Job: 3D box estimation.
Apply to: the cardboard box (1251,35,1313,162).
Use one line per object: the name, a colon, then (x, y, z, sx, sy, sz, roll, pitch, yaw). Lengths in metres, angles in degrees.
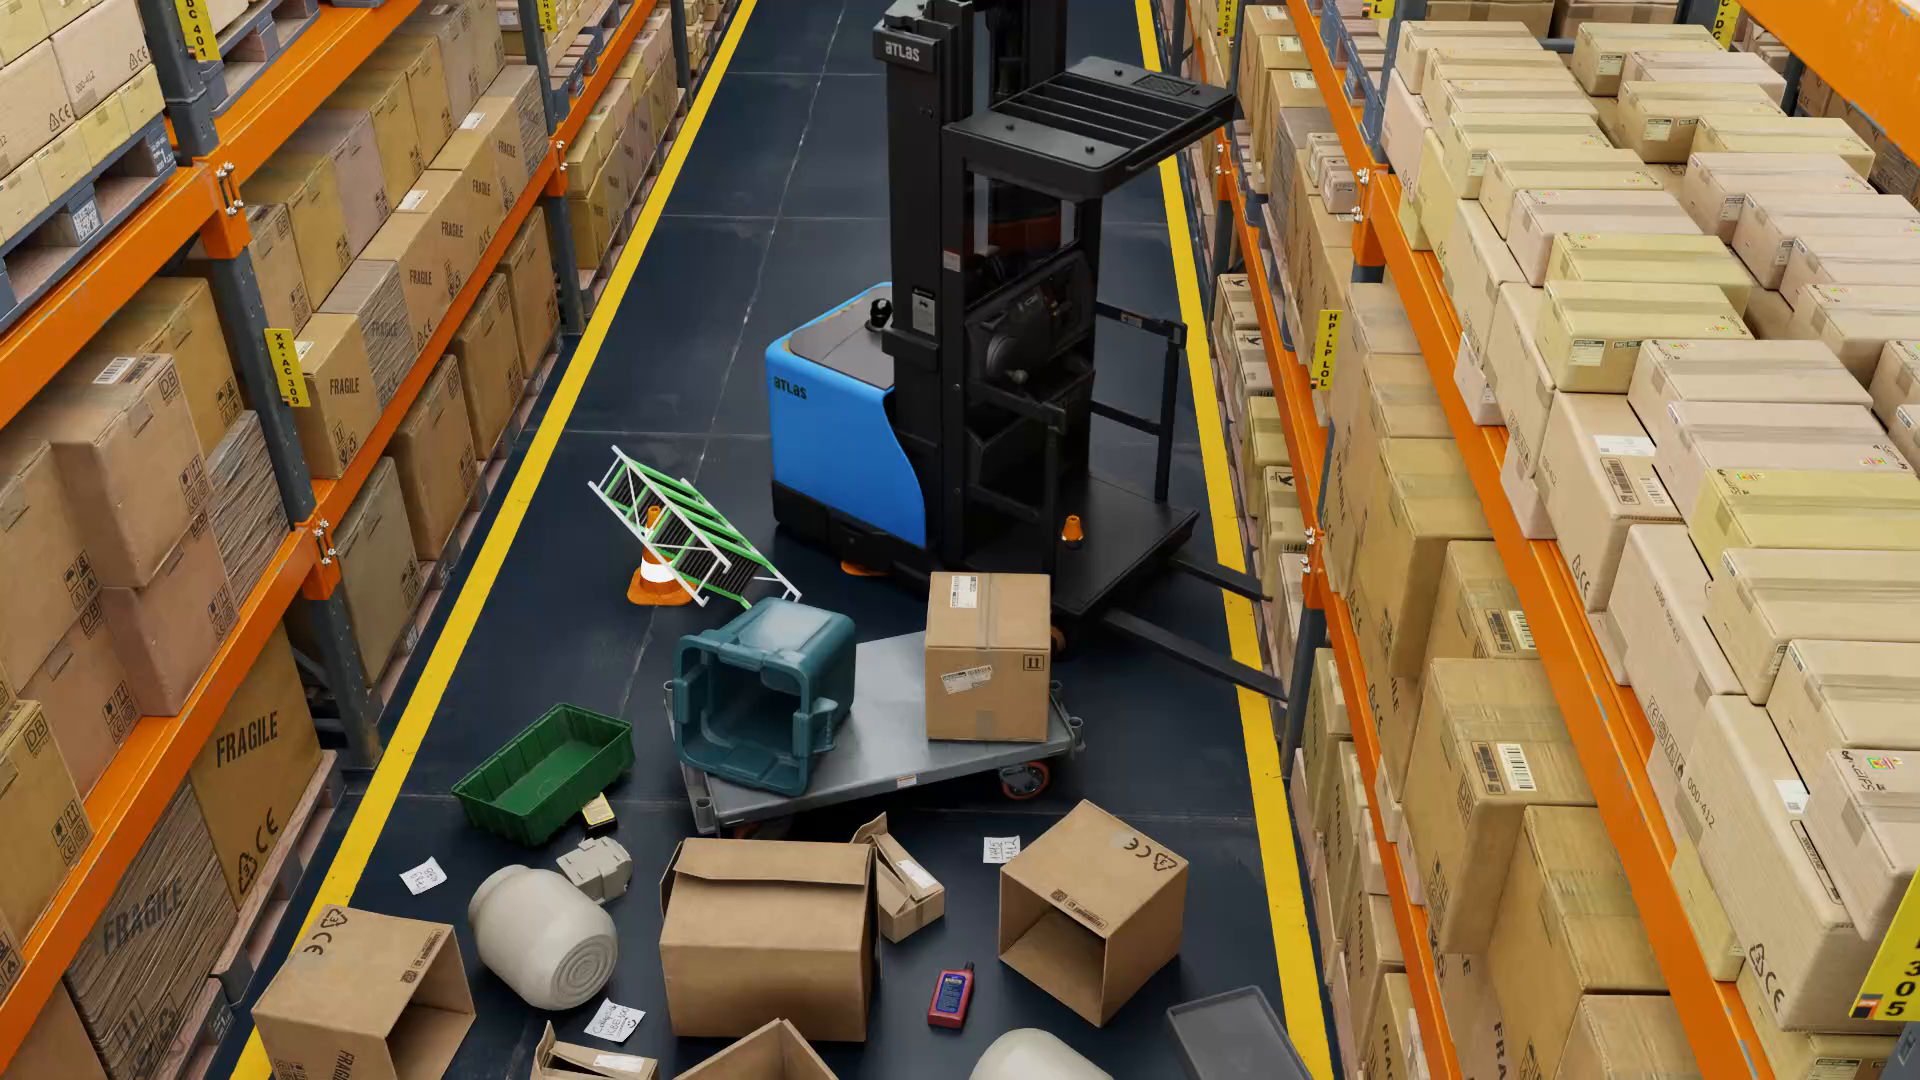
cardboard box: (1.797, -2.286, 8.629, 0.500, 0.500, 0.500, 3, 35, 4)

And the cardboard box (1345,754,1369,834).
cardboard box: (1.522, 0.873, 5.655, 0.380, 0.149, 0.250, 3, 35, 4)

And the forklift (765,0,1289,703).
forklift: (0.498, -0.978, 7.538, 3.031, 2.935, 1.130, 24, 42, 30)

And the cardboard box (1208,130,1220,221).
cardboard box: (2.211, -2.714, 11.432, 0.875, 0.875, 0.875, 2, 35, 2)

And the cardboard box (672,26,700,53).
cardboard box: (-2.395, -4.187, 13.900, 0.380, 0.149, 0.250, 3, 35, 4)

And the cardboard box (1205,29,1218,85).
cardboard box: (1.826, -3.034, 10.534, 0.500, 0.250, 0.500, 2, 35, 3)

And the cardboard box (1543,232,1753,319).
cardboard box: (1.581, -0.589, 3.841, 0.380, 0.149, 0.250, 2, 35, 3)

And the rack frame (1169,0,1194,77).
rack frame: (2.221, -4.803, 12.921, 1.000, 3.000, 0.127, 1, 35, 2)

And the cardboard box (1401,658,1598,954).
cardboard box: (1.486, 0.636, 3.967, 0.700, 0.500, 0.500, 1, 35, 1)

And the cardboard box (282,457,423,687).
cardboard box: (-3.116, 0.127, 7.497, 1.050, 0.750, 0.750, 1, 35, 2)

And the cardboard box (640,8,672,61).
cardboard box: (-2.507, -3.881, 12.766, 0.500, 0.250, 0.500, 0, 35, 1)

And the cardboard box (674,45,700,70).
cardboard box: (-2.394, -4.066, 13.987, 0.380, 0.149, 0.250, 0, 35, 0)

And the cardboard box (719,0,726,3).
cardboard box: (-2.363, -5.109, 15.470, 0.380, 0.149, 0.250, 2, 35, 3)

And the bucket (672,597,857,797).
bucket: (-0.753, 0.586, 6.778, 0.726, 0.611, 0.620, 13, 27, 18)

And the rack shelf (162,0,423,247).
rack shelf: (-2.971, -2.345, 7.440, 1.077, 0.370, 4.000, 1, 35, 2)

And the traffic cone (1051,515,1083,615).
traffic cone: (0.550, 0.087, 8.170, 0.336, 0.463, 0.334, 1, 35, 2)

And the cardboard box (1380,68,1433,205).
cardboard box: (1.608, -1.247, 5.125, 0.500, 0.250, 0.500, 1, 35, 1)

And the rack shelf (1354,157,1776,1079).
rack shelf: (1.819, 0.010, 4.090, 1.077, 0.370, 4.000, 1, 35, 2)

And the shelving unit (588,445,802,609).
shelving unit: (-1.321, -0.010, 8.201, 0.503, 0.258, 1.200, 28, 9, -49)

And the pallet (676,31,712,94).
pallet: (-2.738, -4.105, 14.353, 1.003, 0.211, 1.213, 1, 35, 2)

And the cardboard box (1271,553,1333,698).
cardboard box: (1.918, 0.396, 7.444, 0.950, 0.372, 0.625, 2, 35, 2)

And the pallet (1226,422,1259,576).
pallet: (1.975, -0.216, 8.819, 1.003, 0.211, 1.213, 1, 35, 2)

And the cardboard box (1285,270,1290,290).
cardboard box: (1.699, -1.163, 7.595, 0.380, 0.149, 0.250, 1, 35, 2)

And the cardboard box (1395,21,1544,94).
cardboard box: (1.560, -1.484, 5.114, 0.380, 0.149, 0.250, 1, 35, 1)

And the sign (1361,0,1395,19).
sign: (1.344, -1.817, 5.272, 0.100, 0.325, 0.005, 1, 35, 2)

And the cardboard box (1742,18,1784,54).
cardboard box: (6.924, -4.275, 14.183, 0.396, 0.266, 0.258, 3, 35, 4)

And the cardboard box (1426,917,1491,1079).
cardboard box: (1.533, 1.036, 4.267, 0.500, 0.500, 0.500, 1, 35, 2)

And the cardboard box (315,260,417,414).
cardboard box: (-2.741, -0.890, 7.266, 0.500, 0.500, 0.500, 2, 35, 2)

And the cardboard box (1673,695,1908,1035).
cardboard box: (1.490, 0.504, 2.633, 0.500, 0.250, 0.500, 1, 35, 1)

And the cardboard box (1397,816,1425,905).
cardboard box: (1.523, 0.950, 4.954, 0.380, 0.149, 0.250, 1, 35, 2)

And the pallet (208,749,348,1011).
pallet: (-3.160, 1.313, 6.643, 1.003, 0.211, 1.213, 1, 35, 2)

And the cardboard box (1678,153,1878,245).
cardboard box: (2.078, -0.871, 4.243, 0.380, 0.149, 0.250, 1, 35, 1)

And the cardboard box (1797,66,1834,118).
cardboard box: (6.936, -3.567, 12.971, 0.500, 0.500, 0.500, 3, 35, 4)

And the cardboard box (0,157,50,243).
cardboard box: (-2.775, -0.943, 4.586, 0.380, 0.149, 0.250, 1, 35, 2)

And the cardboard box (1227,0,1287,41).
cardboard box: (1.819, -3.258, 9.766, 0.500, 0.500, 0.500, 0, 35, 1)

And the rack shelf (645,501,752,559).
rack shelf: (-1.284, 0.021, 8.160, 0.480, 0.258, 0.148, 28, 9, -49)

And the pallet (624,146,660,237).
pallet: (-2.806, -2.568, 12.166, 1.003, 0.211, 1.213, 1, 35, 2)

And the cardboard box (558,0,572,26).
cardboard box: (-2.654, -3.334, 10.425, 0.380, 0.149, 0.250, 0, 35, 0)

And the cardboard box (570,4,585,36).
cardboard box: (-2.640, -3.346, 10.702, 0.380, 0.149, 0.250, 3, 35, 4)

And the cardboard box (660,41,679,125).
cardboard box: (-2.508, -3.577, 12.985, 0.500, 0.500, 0.500, 1, 35, 1)

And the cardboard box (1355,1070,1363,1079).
cardboard box: (1.546, 1.976, 5.301, 0.500, 0.250, 0.500, 0, 35, 0)

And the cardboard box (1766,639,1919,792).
cardboard box: (1.506, 0.293, 2.587, 0.380, 0.149, 0.250, 2, 35, 3)

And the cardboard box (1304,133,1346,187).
cardboard box: (1.694, -1.631, 7.133, 0.380, 0.149, 0.250, 0, 35, 0)

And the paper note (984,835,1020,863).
paper note: (0.173, 1.273, 6.857, 0.148, 0.019, 0.142, 1, 35, 2)

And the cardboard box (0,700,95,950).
cardboard box: (-3.114, 0.819, 4.791, 0.875, 0.550, 0.500, 1, 35, 2)

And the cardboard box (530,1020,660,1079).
cardboard box: (-1.280, 1.886, 5.781, 0.396, 0.266, 0.258, 7, 36, 10)

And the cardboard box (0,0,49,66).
cardboard box: (-2.768, -1.419, 4.570, 0.380, 0.149, 0.250, 1, 35, 2)

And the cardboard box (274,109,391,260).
cardboard box: (-2.998, -1.584, 7.384, 0.700, 0.500, 0.500, 2, 35, 2)

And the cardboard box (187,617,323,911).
cardboard box: (-3.146, 0.795, 6.439, 0.875, 0.875, 0.875, 2, 35, 3)

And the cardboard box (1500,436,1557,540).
cardboard box: (1.491, -0.128, 3.878, 0.380, 0.149, 0.250, 1, 35, 1)

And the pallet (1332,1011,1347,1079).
pallet: (1.861, 2.024, 5.632, 1.003, 0.211, 1.213, 1, 35, 2)

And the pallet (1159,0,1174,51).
pallet: (2.375, -4.800, 15.341, 1.003, 0.211, 1.213, 1, 35, 2)
